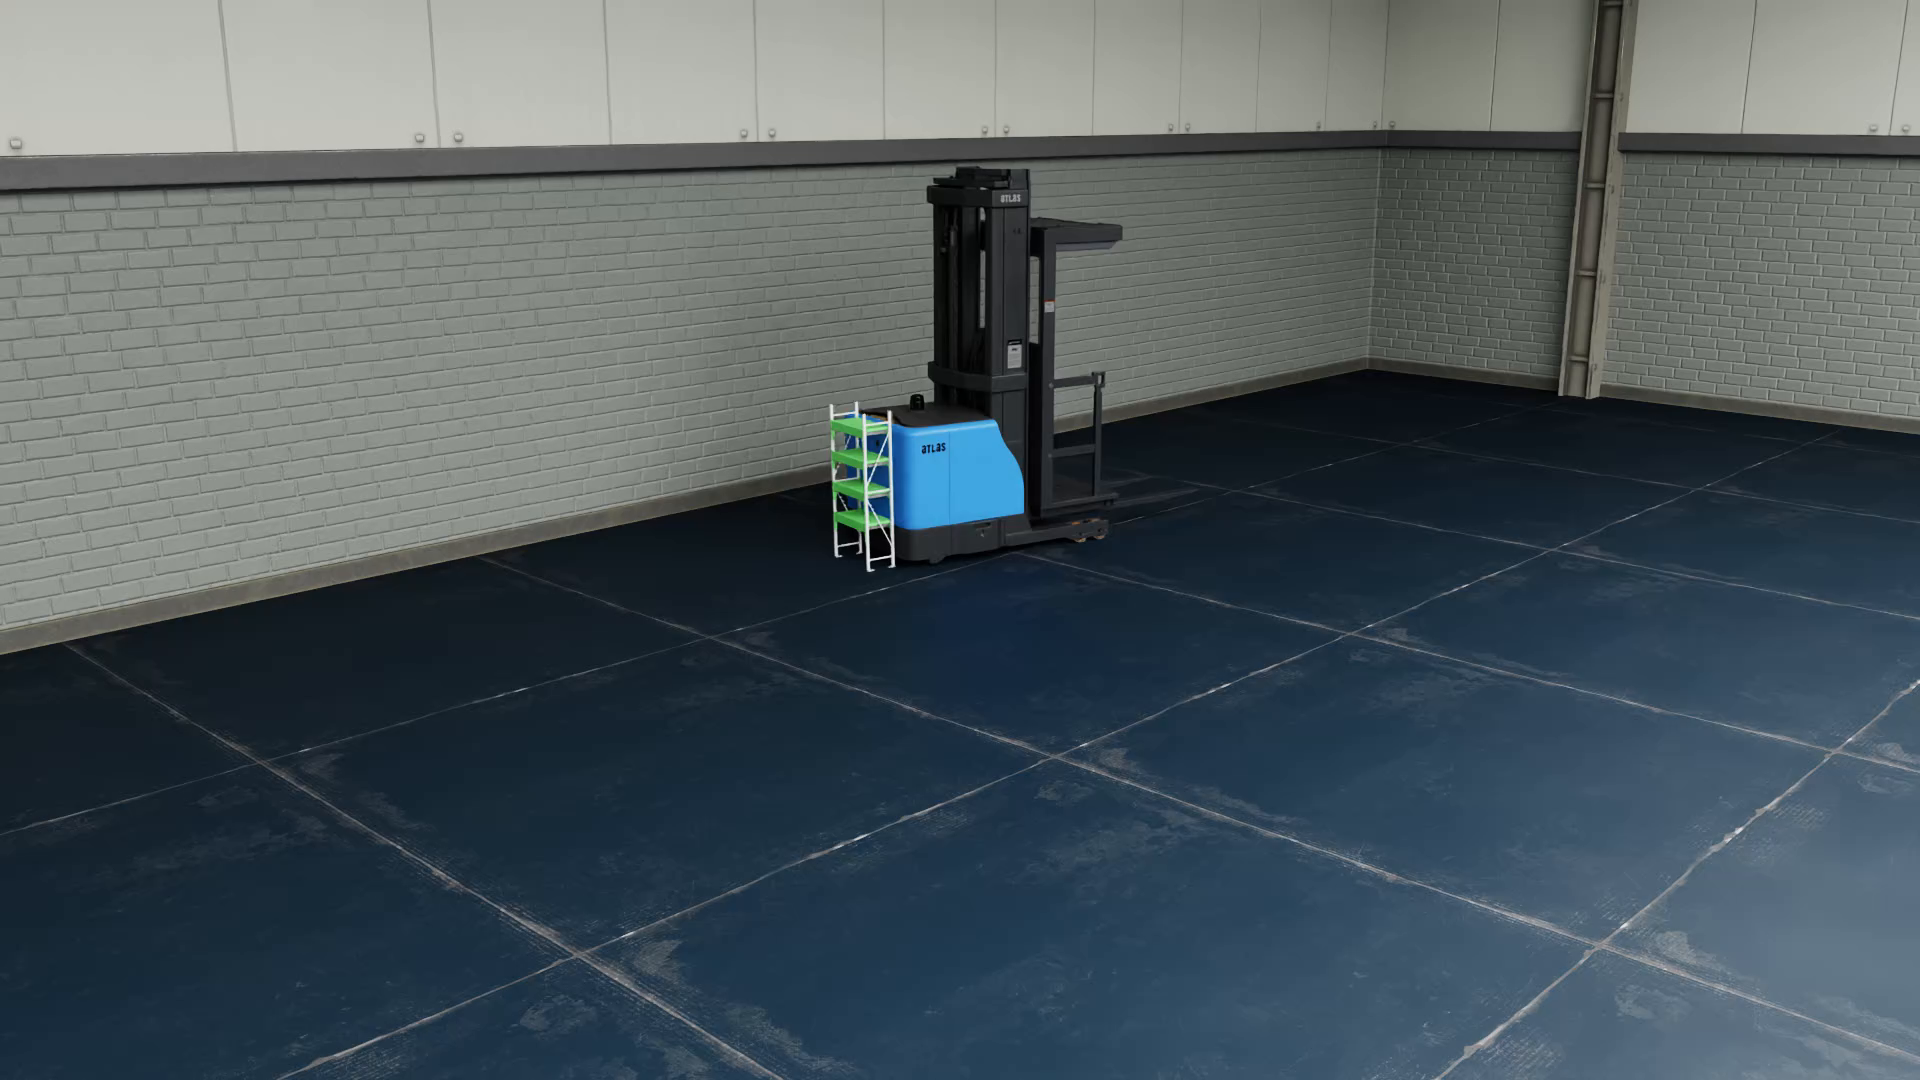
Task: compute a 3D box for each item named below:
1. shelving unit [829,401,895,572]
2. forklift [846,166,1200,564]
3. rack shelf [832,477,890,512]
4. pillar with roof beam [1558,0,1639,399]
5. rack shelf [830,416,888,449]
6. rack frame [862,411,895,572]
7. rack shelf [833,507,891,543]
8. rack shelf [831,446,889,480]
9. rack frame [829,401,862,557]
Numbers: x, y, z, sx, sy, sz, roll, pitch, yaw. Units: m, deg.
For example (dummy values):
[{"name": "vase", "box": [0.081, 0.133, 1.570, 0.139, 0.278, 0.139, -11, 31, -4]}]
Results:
[{"name": "shelving unit", "box": [-0.743, -0.413, 12.628, 0.258, 1.200, 0.503, -11, 18, -32]}, {"name": "forklift", "box": [0.603, -1.498, 13.370, 3.031, 2.935, 1.130, -9, 17, -32]}, {"name": "rack shelf", "box": [-0.742, -0.351, 12.645, 0.258, 0.148, 0.480, -11, 18, -32]}, {"name": "pillar with roof beam", "box": [4.509, -5.322, 16.012, 0.400, 9.000, 9.100, 14, 20, 42]}, {"name": "rack shelf", "box": [-0.749, -0.815, 12.520, 0.258, 0.148, 0.480, -11, 18, -32]}, {"name": "rack frame", "box": [-0.608, -0.362, 12.431, 0.240, 1.200, 0.015, -11, 18, -32]}, {"name": "rack shelf", "box": [-0.739, -0.120, 12.707, 0.258, 0.148, 0.480, -11, 18, -32]}, {"name": "rack shelf", "box": [-0.745, -0.583, 12.582, 0.258, 0.148, 0.480, -11, 18, -32]}, {"name": "rack frame", "box": [-0.878, -0.464, 12.825, 0.240, 1.200, 0.015, -11, 18, -32]}]
